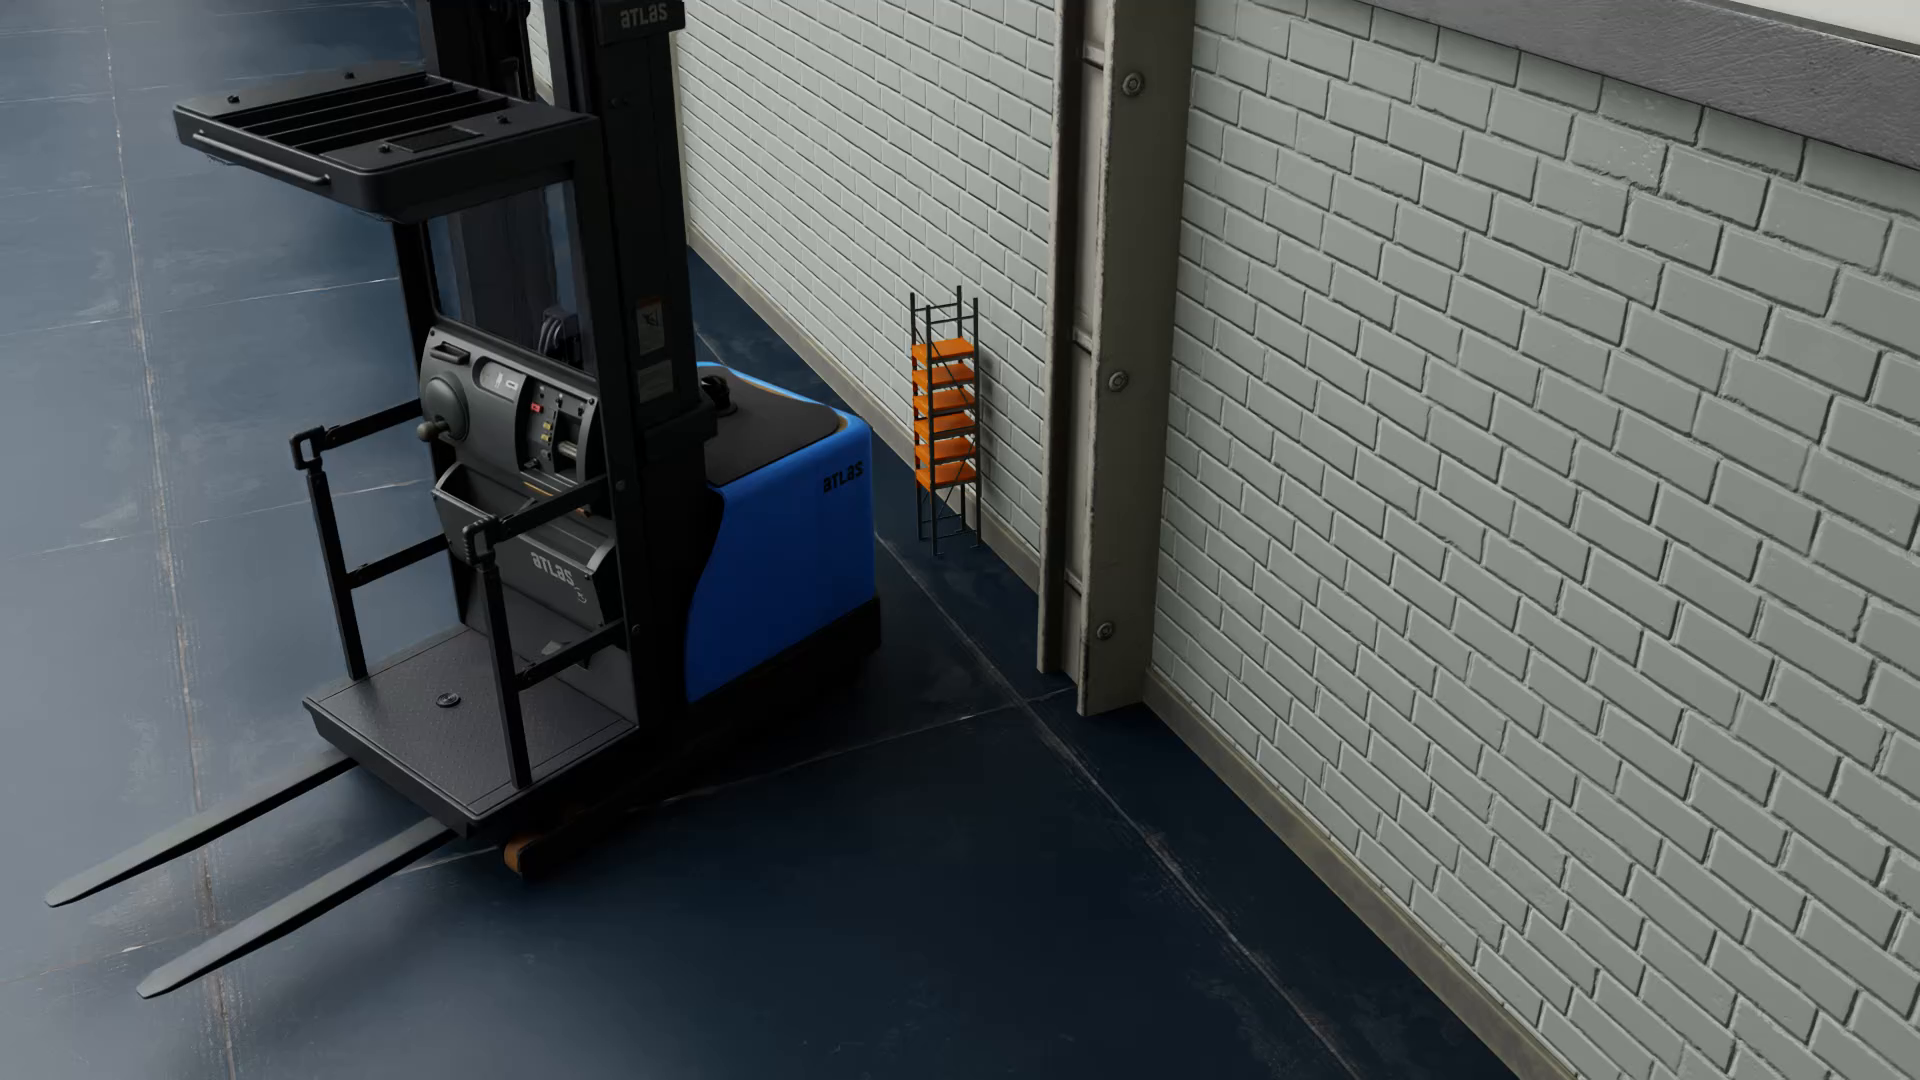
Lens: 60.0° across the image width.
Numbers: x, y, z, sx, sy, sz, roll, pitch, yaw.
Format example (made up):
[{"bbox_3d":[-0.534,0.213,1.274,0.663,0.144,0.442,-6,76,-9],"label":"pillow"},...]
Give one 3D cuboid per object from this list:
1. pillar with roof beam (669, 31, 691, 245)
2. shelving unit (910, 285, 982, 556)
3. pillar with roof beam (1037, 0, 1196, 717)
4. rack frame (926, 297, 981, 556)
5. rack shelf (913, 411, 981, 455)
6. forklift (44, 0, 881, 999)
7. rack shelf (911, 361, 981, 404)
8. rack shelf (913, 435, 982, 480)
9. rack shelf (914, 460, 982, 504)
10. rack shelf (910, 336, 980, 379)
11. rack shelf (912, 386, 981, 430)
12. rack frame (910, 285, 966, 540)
[{"bbox_3d":[-5.928,-5.096,7.638,9.100,9.000,0.400,-13,32,-22],"label":"pillar with roof beam"},{"bbox_3d":[-0.060,-0.522,7.446,0.258,1.200,0.189,-12,29,-20],"label":"shelving unit"},{"bbox_3d":[-3.352,-2.446,2.911,9.100,9.000,0.400,-13,32,-22],"label":"pillar with roof beam"},{"bbox_3d":[-0.024,-0.484,7.370,0.240,1.200,0.006,-12,29,-20],"label":"rack frame"},{"bbox_3d":[-0.059,-0.482,7.466,0.258,0.103,0.180,-12,29,-20],"label":"rack shelf"},{"bbox_3d":[-1.666,-0.403,5.472,1.130,2.935,3.031,23,36,35],"label":"forklift"},{"bbox_3d":[-0.063,-0.696,7.357,0.258,0.103,0.180,-12,29,-20],"label":"rack shelf"},{"bbox_3d":[-0.057,-0.375,7.520,0.258,0.103,0.180,-12,29,-20],"label":"rack shelf"},{"bbox_3d":[-0.055,-0.268,7.575,0.258,0.103,0.180,-12,29,-20],"label":"rack shelf"},{"bbox_3d":[-0.065,-0.803,7.303,0.258,0.103,0.180,-12,29,-20],"label":"rack shelf"},{"bbox_3d":[-0.061,-0.589,7.412,0.258,0.103,0.180,-12,29,-20],"label":"rack shelf"},{"bbox_3d":[-0.095,-0.559,7.521,0.240,1.200,0.006,-12,29,-20],"label":"rack frame"}]
